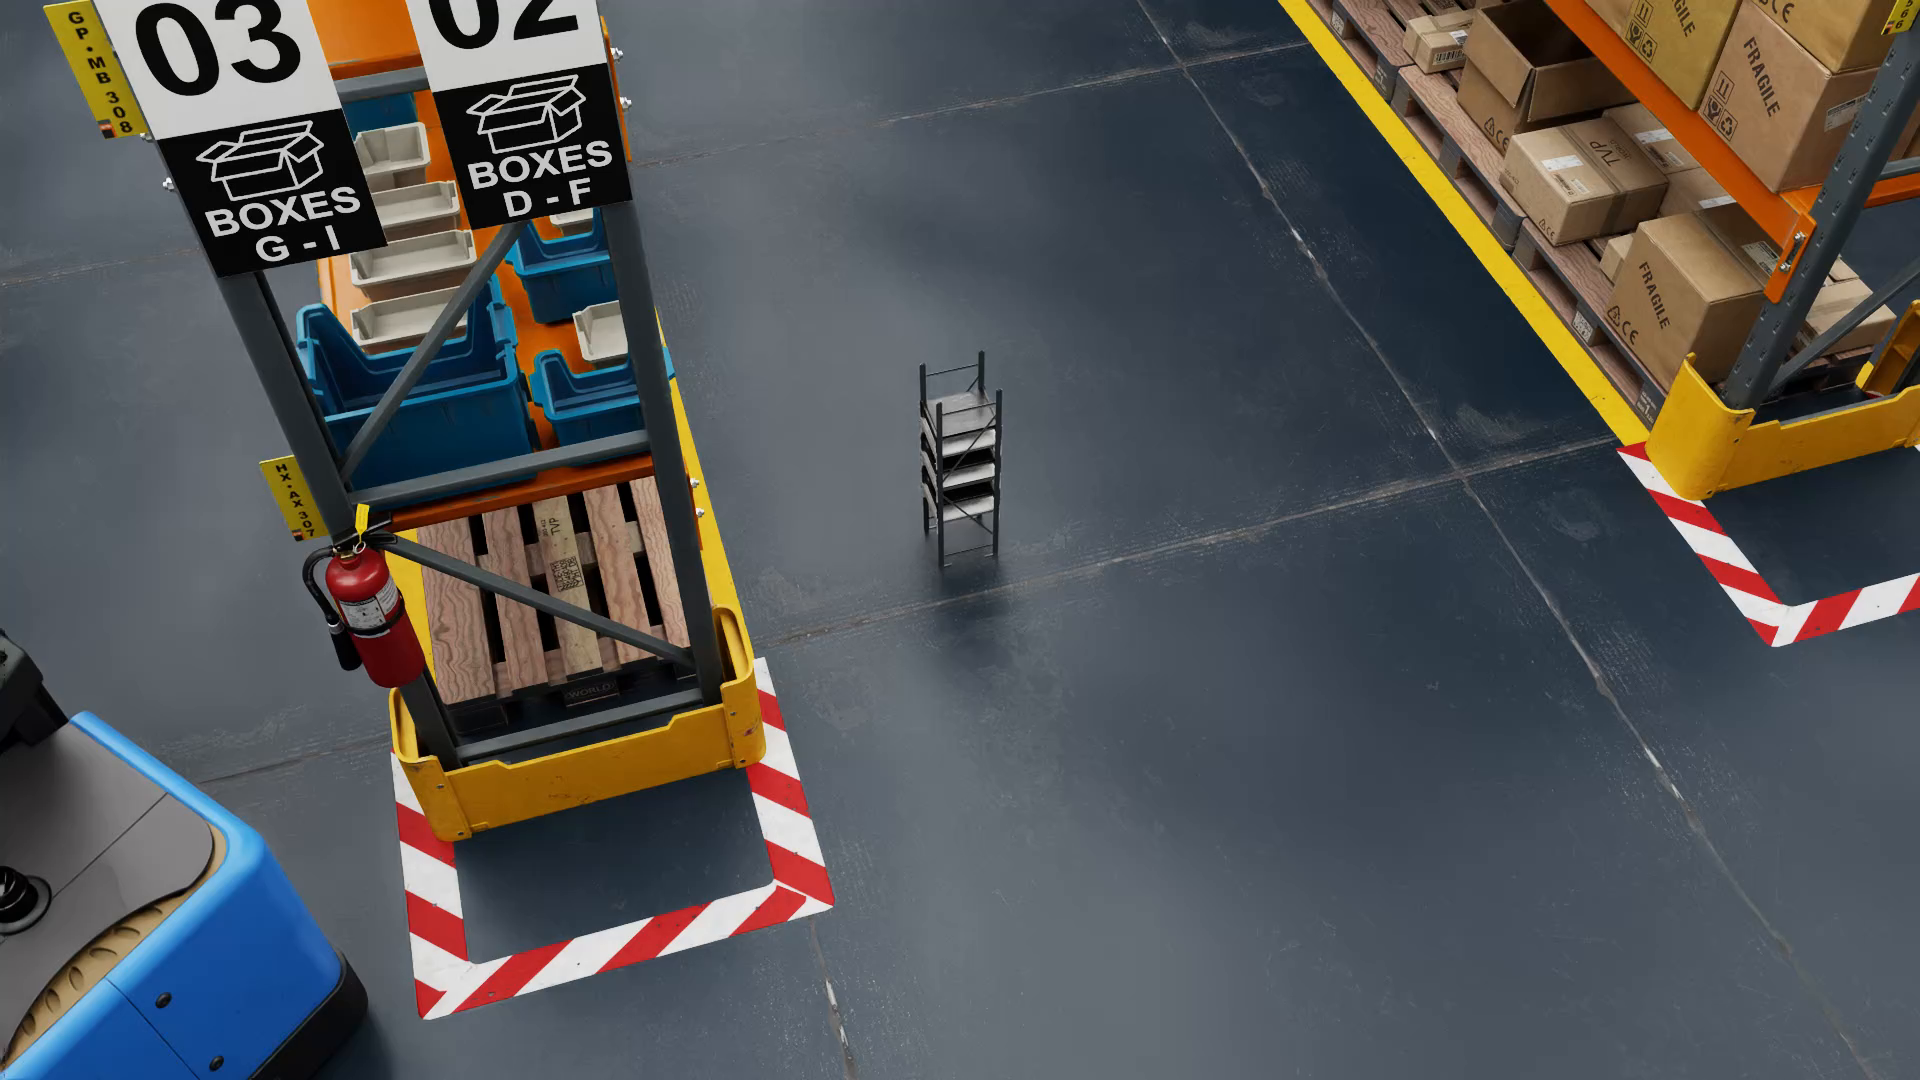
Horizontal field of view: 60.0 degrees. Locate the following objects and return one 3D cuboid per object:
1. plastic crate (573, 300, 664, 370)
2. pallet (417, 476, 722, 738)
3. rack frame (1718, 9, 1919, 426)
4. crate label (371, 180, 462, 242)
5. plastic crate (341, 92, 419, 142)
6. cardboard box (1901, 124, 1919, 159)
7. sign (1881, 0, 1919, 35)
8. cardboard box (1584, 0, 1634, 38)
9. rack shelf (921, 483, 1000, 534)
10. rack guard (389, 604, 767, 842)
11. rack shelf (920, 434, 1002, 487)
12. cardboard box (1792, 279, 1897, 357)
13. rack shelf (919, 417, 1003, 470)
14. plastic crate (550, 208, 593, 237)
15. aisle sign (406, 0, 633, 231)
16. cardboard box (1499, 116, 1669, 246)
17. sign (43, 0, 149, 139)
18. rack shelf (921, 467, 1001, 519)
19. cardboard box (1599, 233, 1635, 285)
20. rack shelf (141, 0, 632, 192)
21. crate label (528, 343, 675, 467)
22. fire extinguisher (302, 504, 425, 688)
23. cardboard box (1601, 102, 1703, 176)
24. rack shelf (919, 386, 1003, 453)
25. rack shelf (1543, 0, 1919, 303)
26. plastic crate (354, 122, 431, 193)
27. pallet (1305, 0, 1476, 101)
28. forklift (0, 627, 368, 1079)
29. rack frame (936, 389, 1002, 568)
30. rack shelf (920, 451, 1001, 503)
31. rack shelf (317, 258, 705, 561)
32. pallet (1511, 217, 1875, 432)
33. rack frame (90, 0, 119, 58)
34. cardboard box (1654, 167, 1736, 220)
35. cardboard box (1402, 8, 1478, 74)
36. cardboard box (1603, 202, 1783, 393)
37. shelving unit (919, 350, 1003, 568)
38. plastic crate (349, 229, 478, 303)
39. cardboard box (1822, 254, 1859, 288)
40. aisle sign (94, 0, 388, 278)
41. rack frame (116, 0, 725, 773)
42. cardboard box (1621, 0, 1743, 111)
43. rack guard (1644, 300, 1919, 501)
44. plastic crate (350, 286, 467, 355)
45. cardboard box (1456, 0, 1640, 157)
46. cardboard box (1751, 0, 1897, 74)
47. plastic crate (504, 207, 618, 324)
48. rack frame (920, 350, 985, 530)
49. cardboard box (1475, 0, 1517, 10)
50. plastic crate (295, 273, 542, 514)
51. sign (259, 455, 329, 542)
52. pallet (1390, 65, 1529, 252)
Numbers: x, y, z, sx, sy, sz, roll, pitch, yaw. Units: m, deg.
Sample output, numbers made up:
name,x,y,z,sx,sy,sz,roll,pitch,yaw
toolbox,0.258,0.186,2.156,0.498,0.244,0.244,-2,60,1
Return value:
name,x,y,z,sx,sy,sz,roll,pitch,yaw
plastic crate,-1.074,-0.638,5.249,0.250,0.136,0.298,-13,51,-11
pallet,-1.507,0.092,6.324,1.003,0.211,1.213,-13,51,-11
rack frame,3.433,-1.313,5.685,1.000,3.000,0.127,-13,51,-11
crate label,-1.892,-1.098,5.636,0.396,0.136,0.243,-13,51,-11
plastic crate,-2.152,-1.603,6.000,0.416,0.233,0.300,-13,51,-11
cardboard box,3.553,-1.729,5.970,0.500,0.500,0.500,-12,51,-10
sign,2.897,-1.677,5.028,0.100,0.325,0.005,-13,51,-11
cardboard box,2.741,-2.355,6.497,0.500,0.500,0.500,-13,51,-11
rack shelf,0.002,-0.147,6.354,0.258,0.077,0.200,-13,51,-11
rack guard,-1.281,0.625,5.686,1.175,0.500,0.348,-13,51,-11
rack shelf,0.002,-0.321,6.147,0.258,0.077,0.200,-13,51,-11
cardboard box,3.637,-0.919,6.930,0.380,0.149,0.250,-13,51,-11
rack shelf,0.002,-0.379,6.078,0.258,0.077,0.200,-13,51,-11
plastic crate,-1.275,-1.133,5.666,0.250,0.136,0.298,-13,51,-11
aisle sign,-0.995,-1.048,3.761,0.394,0.787,0.004,-13,51,-11
cardboard box,2.784,-1.611,7.446,0.500,0.250,0.500,-13,51,-11
sign,-1.821,-0.993,3.521,0.100,0.325,0.005,-13,51,-11
rack shelf,0.002,-0.205,6.285,0.258,0.077,0.200,-13,51,-11
cardboard box,3.003,-1.199,7.154,0.380,0.166,0.250,-13,51,-11
rack shelf,-1.892,-2.391,5.102,1.077,0.370,4.000,-13,51,-11
crate label,-1.059,-0.416,4.999,0.416,0.233,0.303,-13,51,-11
fire extinguisher,-1.690,0.162,4.735,0.296,0.674,0.183,-13,51,-11
cardboard box,3.247,-1.760,7.572,0.500,0.250,0.500,-13,51,-11
rack shelf,0.002,-0.437,6.010,0.258,0.077,0.200,-13,51,-11
rack shelf,2.841,-2.542,7.191,1.077,0.370,4.000,-13,51,-11
plastic crate,-1.997,-1.310,5.815,0.298,0.136,0.250,-13,51,-11
pallet,2.452,-2.834,8.791,1.003,0.211,1.213,-13,51,-11
forklift,-3.367,0.240,4.420,3.031,2.935,1.130,27,55,21
rack frame,0.032,-0.210,6.128,0.240,0.900,0.006,-13,51,-11
rack shelf,0.002,-0.263,6.216,0.258,0.077,0.200,-13,51,-11
rack shelf,-1.892,-1.425,6.249,1.077,0.370,4.000,-13,51,-11
pallet,3.174,-1.052,7.288,1.003,0.211,1.213,-13,51,-11
rack frame,-1.300,-2.129,2.449,1.000,3.000,0.127,-13,51,-11
cardboard box,3.395,-1.395,7.264,0.500,0.250,0.500,-13,51,-11
cardboard box,2.433,-2.478,8.232,0.380,0.166,0.250,-13,51,-11
cardboard box,3.037,-0.991,6.760,0.500,0.500,0.500,-13,51,-11
shelving unit,0.002,-0.284,6.191,0.258,0.900,0.210,-13,51,-11
plastic crate,-1.786,-0.900,5.469,0.396,0.136,0.243,-13,51,-11
cardboard box,3.563,-1.108,7.077,0.380,0.166,0.250,-13,51,-11
aisle sign,-1.559,-0.915,3.649,0.394,0.787,0.004,-13,51,-11
rack frame,-1.300,-0.196,4.743,1.000,3.000,0.127,-13,51,-11
cardboard box,2.884,-1.989,6.189,0.500,0.500,0.500,-13,51,-11
rack guard,3.410,-0.563,6.687,1.175,0.500,0.348,-13,51,-11
plastic crate,-1.714,-0.685,5.288,0.396,0.136,0.243,-13,51,-11
cardboard box,2.810,-2.201,7.778,0.797,0.503,0.637,-13,51,-11
cardboard box,3.038,-1.930,5.486,0.500,0.500,0.500,-14,51,-11
plastic crate,-1.253,-0.897,5.404,0.416,0.233,0.300,-13,51,-11
rack frame,-0.028,-0.358,6.253,0.240,0.900,0.006,-13,51,-11
cardboard box,2.911,-2.610,8.249,0.500,0.311,0.500,-13,51,-11
plastic crate,-1.578,-0.429,4.877,0.616,0.435,0.499,-13,51,-11
sign,-1.821,-0.112,4.566,0.100,0.325,0.005,-13,51,-11
pallet,2.816,-1.941,8.038,1.003,0.211,1.213,-13,51,-11
